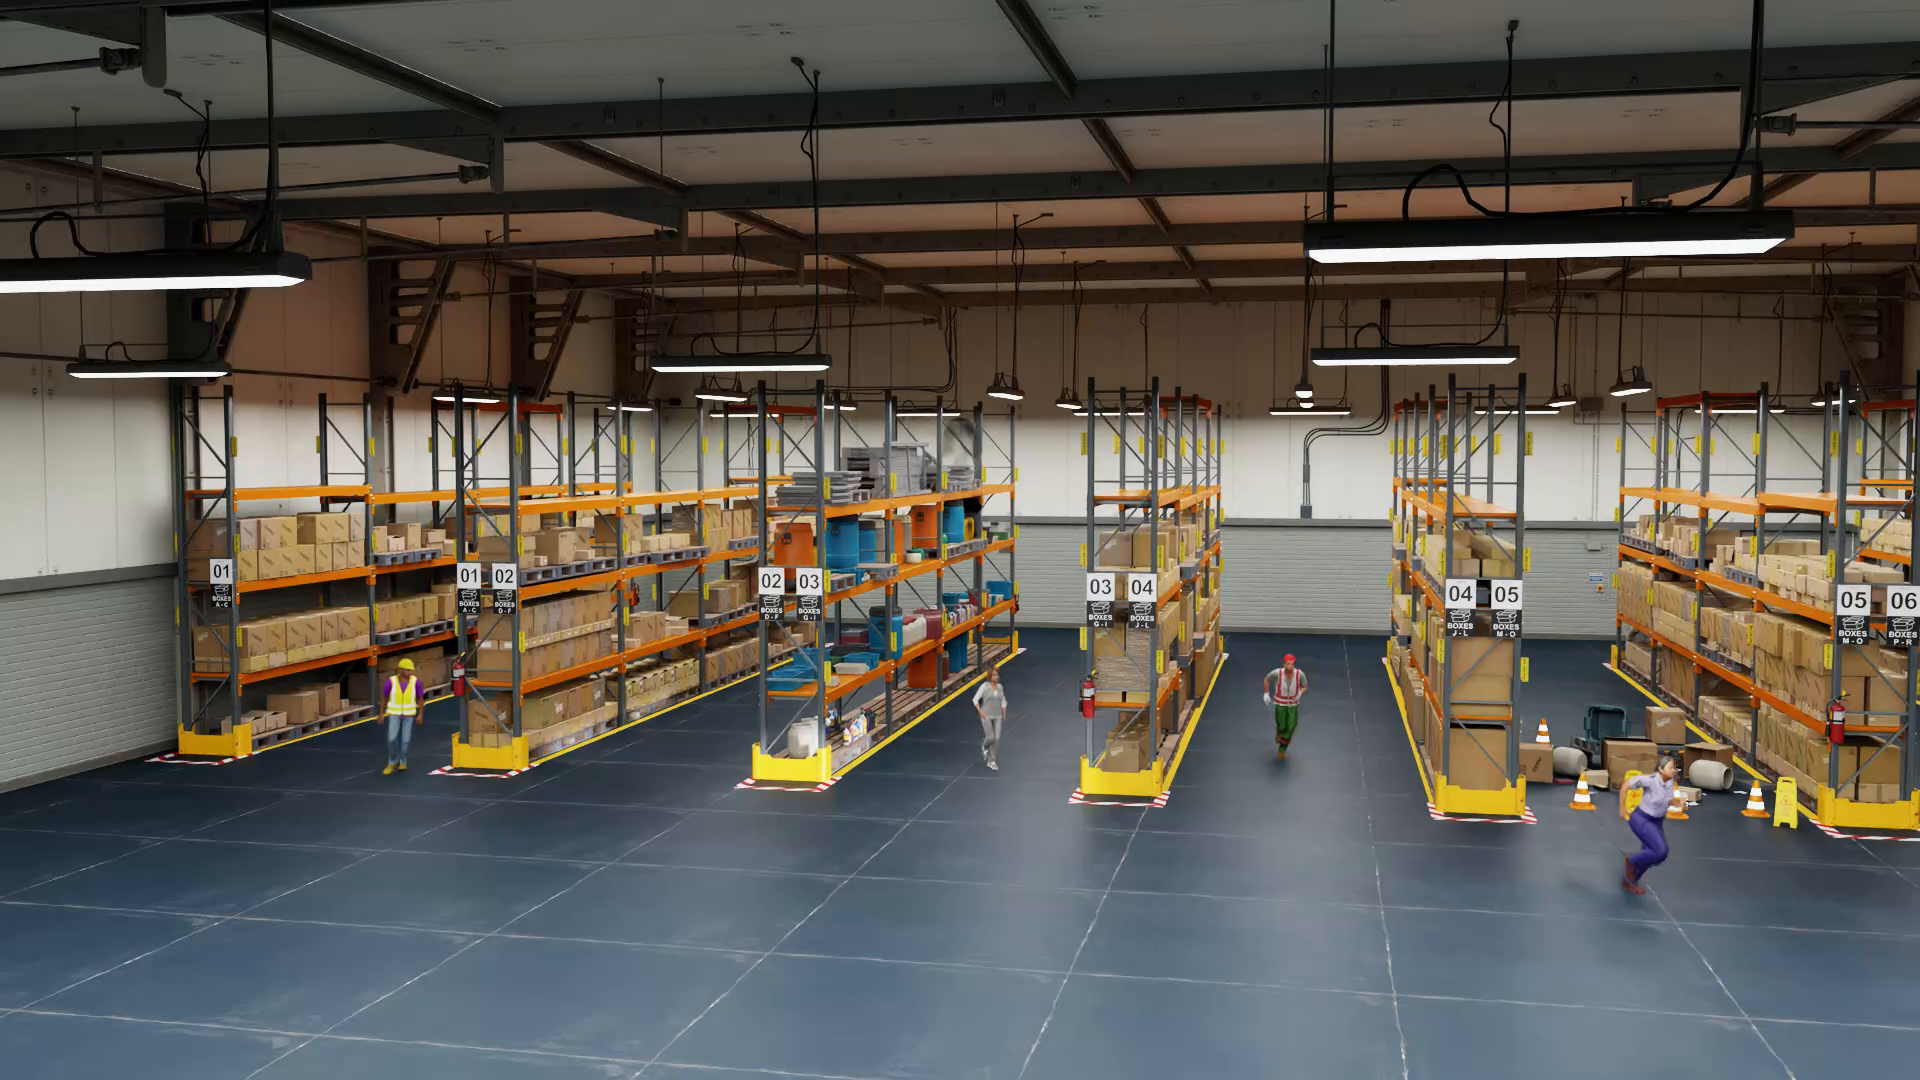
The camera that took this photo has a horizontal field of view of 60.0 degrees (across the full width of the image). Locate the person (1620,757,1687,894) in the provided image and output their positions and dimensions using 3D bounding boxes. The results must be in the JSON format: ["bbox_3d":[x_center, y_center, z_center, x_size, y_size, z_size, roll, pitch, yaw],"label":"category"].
[{"bbox_3d":[7.721,3.188,18.530,0.591,1.560,0.726,-3,4,-38],"label":"person"}]

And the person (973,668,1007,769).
[{"bbox_3d":[0.485,2.780,25.926,0.538,1.566,0.500,-1,3,-22],"label":"person"}]

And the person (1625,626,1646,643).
[{"bbox_3d":[15.686,2.014,38.435,0.710,1.737,0.577,0,3,6],"label":"person"}]

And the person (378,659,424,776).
[{"bbox_3d":[-8.587,2.697,25.548,0.663,1.770,0.587,-2,4,-26],"label":"person"}]

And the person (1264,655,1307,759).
[{"bbox_3d":[5.235,2.667,26.706,0.652,1.708,0.746,0,3,-3],"label":"person"}]
